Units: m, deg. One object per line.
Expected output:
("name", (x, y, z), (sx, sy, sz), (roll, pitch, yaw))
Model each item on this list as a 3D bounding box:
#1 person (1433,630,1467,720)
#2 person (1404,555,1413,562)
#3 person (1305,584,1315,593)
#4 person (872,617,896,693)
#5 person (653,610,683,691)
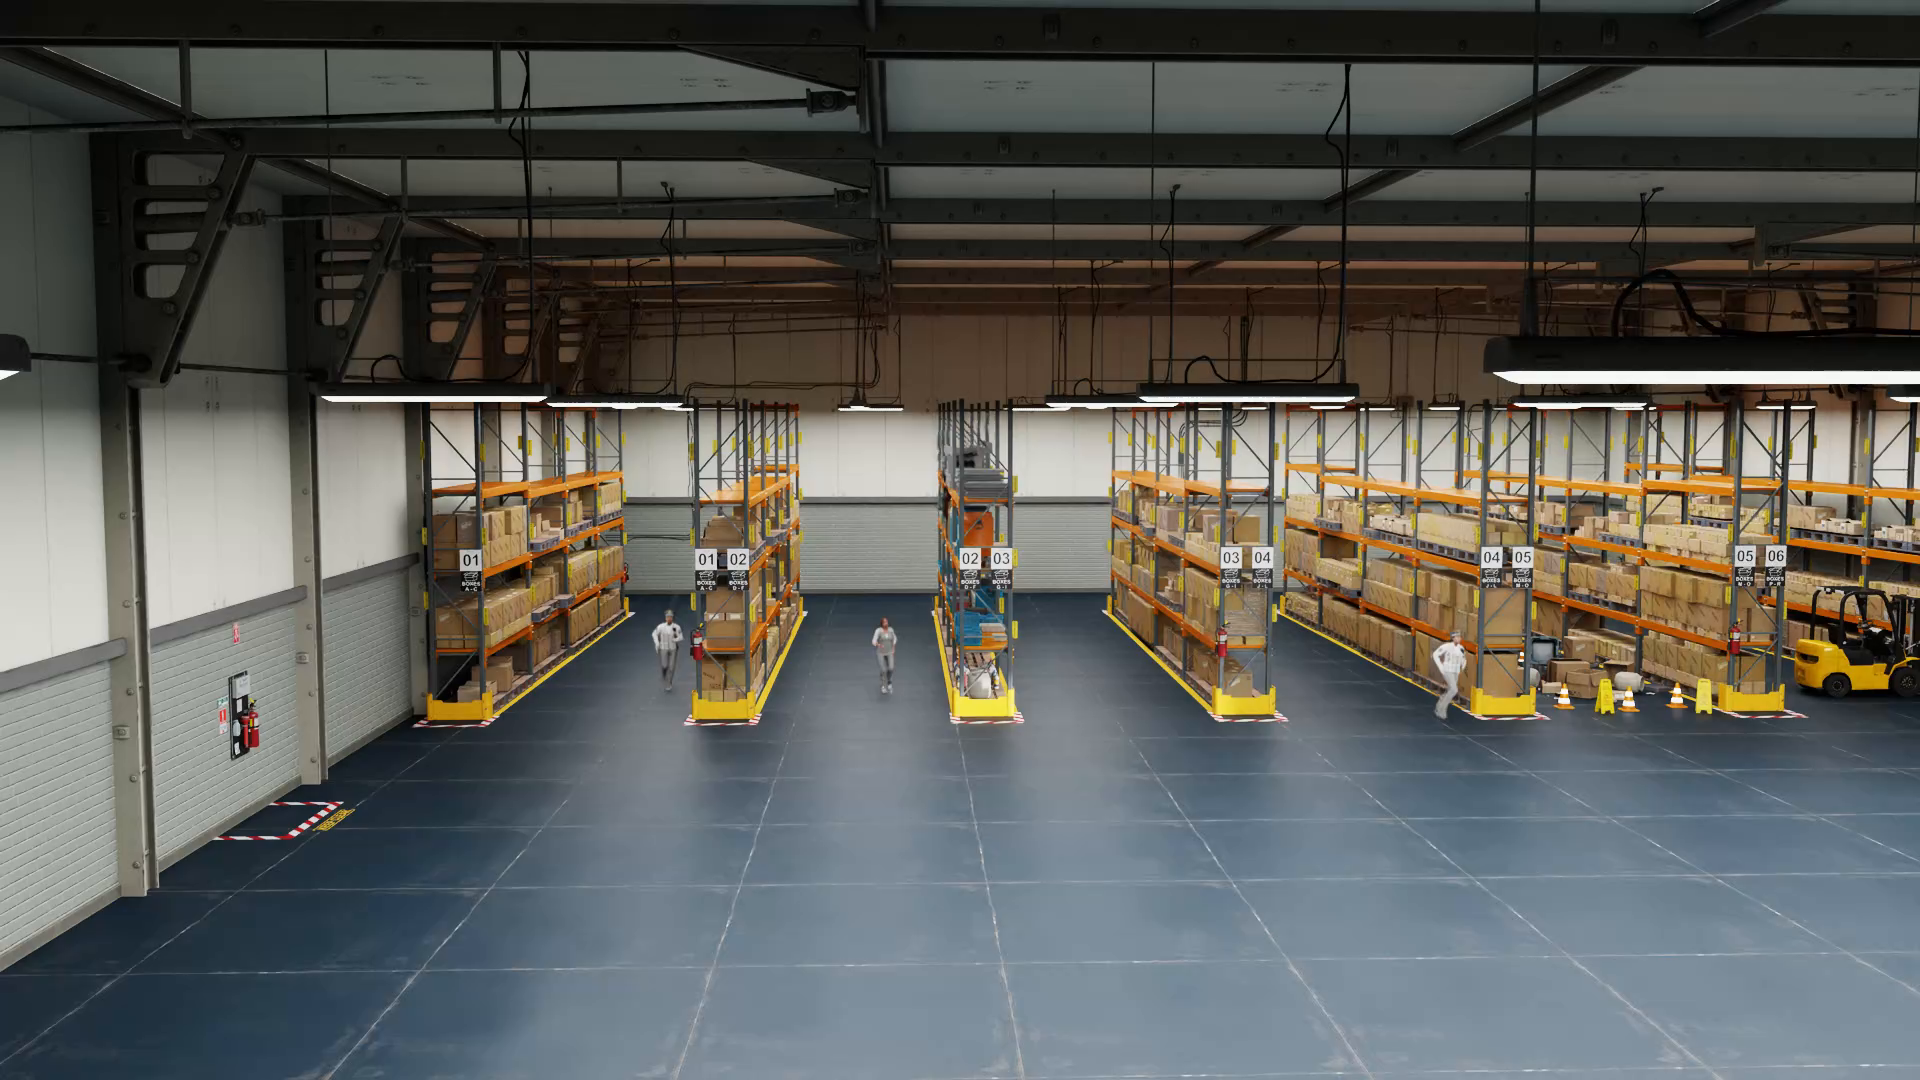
("person", (9.265, 2.523, 31.299), (0.600, 1.683, 0.600), (-2, 5, -27))
("person", (13.199, 1.153, 49.214), (0.762, 1.799, 0.658), (0, 4, -4))
("person", (10.443, 1.203, 49.063), (0.594, 1.552, 0.764), (2, 5, 23))
("person", (-1.528, 2.349, 33.976), (0.530, 1.575, 0.631), (-1, 4, -12))
("person", (-6.003, 2.274, 34.249), (0.598, 1.669, 0.611), (-1, 4, -15))
